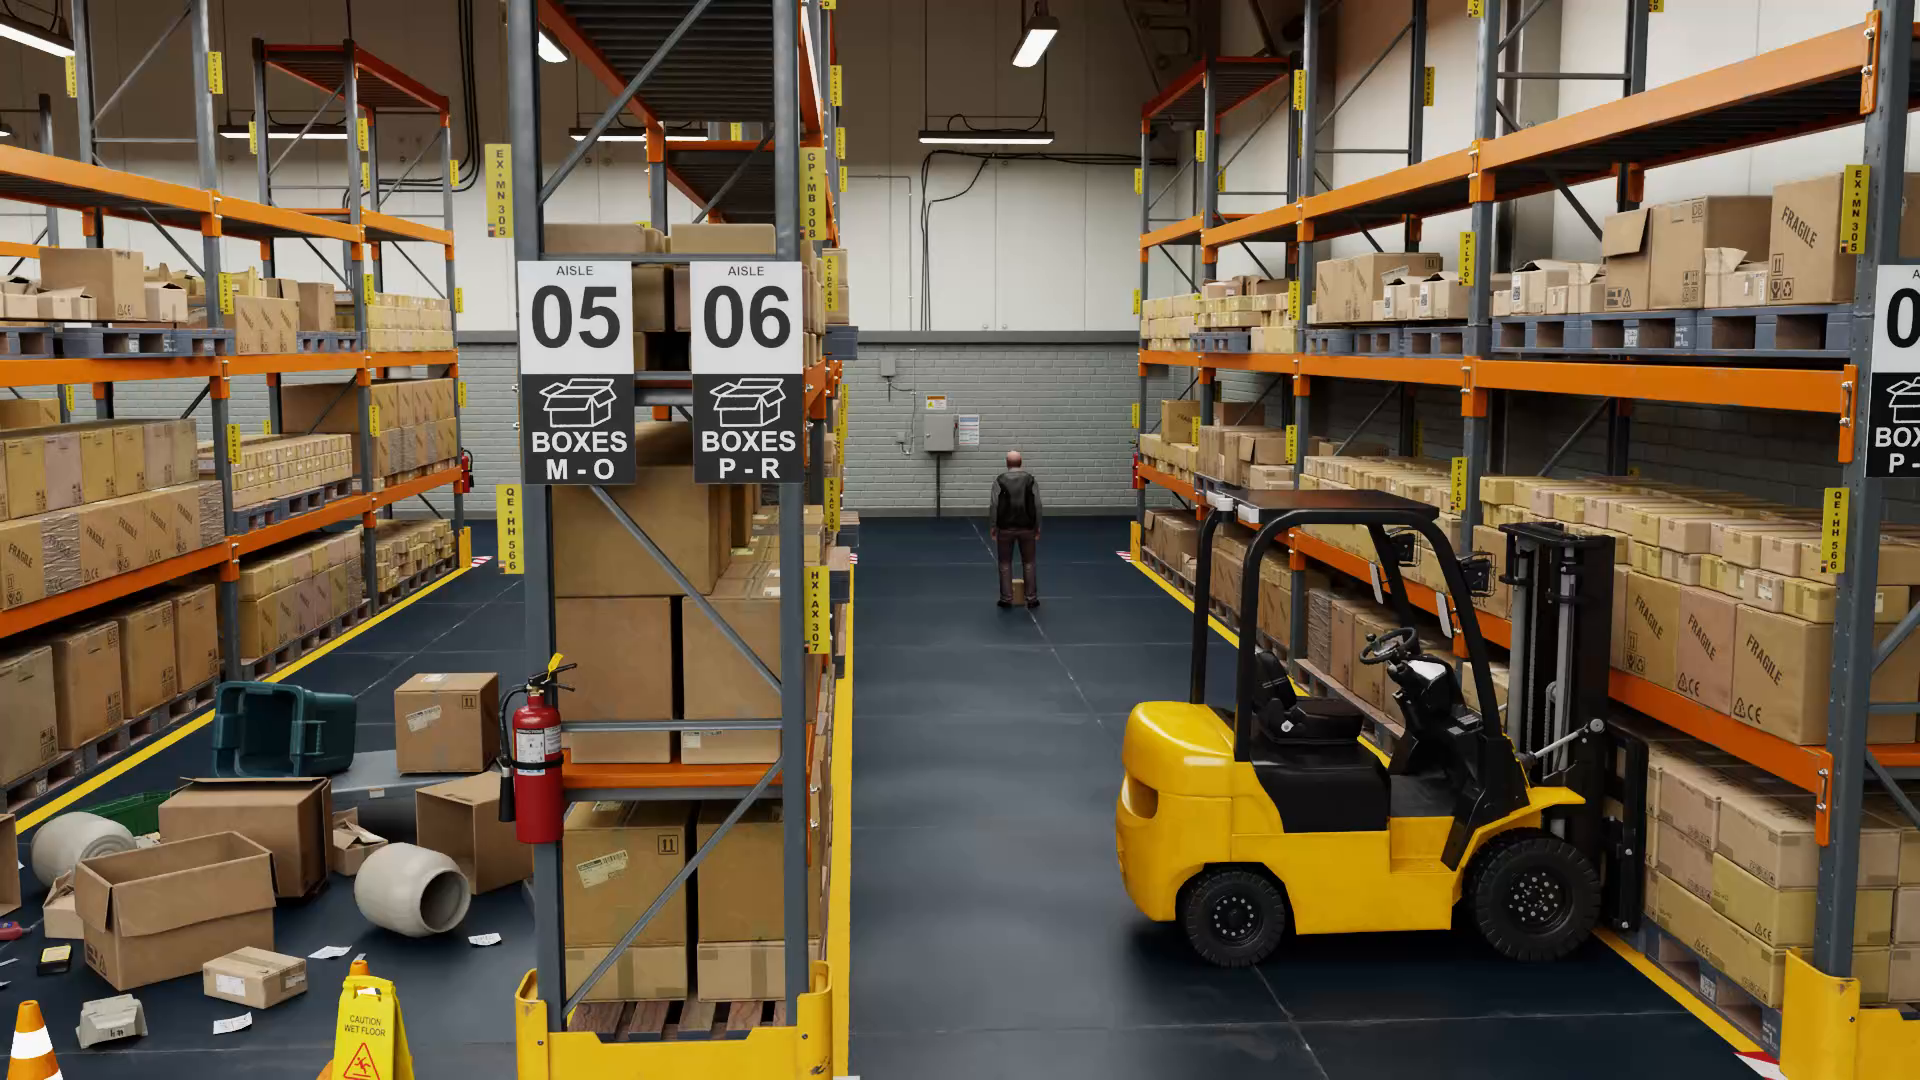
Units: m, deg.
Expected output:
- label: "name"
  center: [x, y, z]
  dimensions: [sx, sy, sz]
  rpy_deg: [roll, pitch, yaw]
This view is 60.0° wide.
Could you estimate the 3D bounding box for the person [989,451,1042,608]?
- label: "person"
  center: [0.614, -0.117, 18.324]
  dimensions: [0.585, 1.720, 0.364]
  rpy_deg: [-1, 7, -5]
